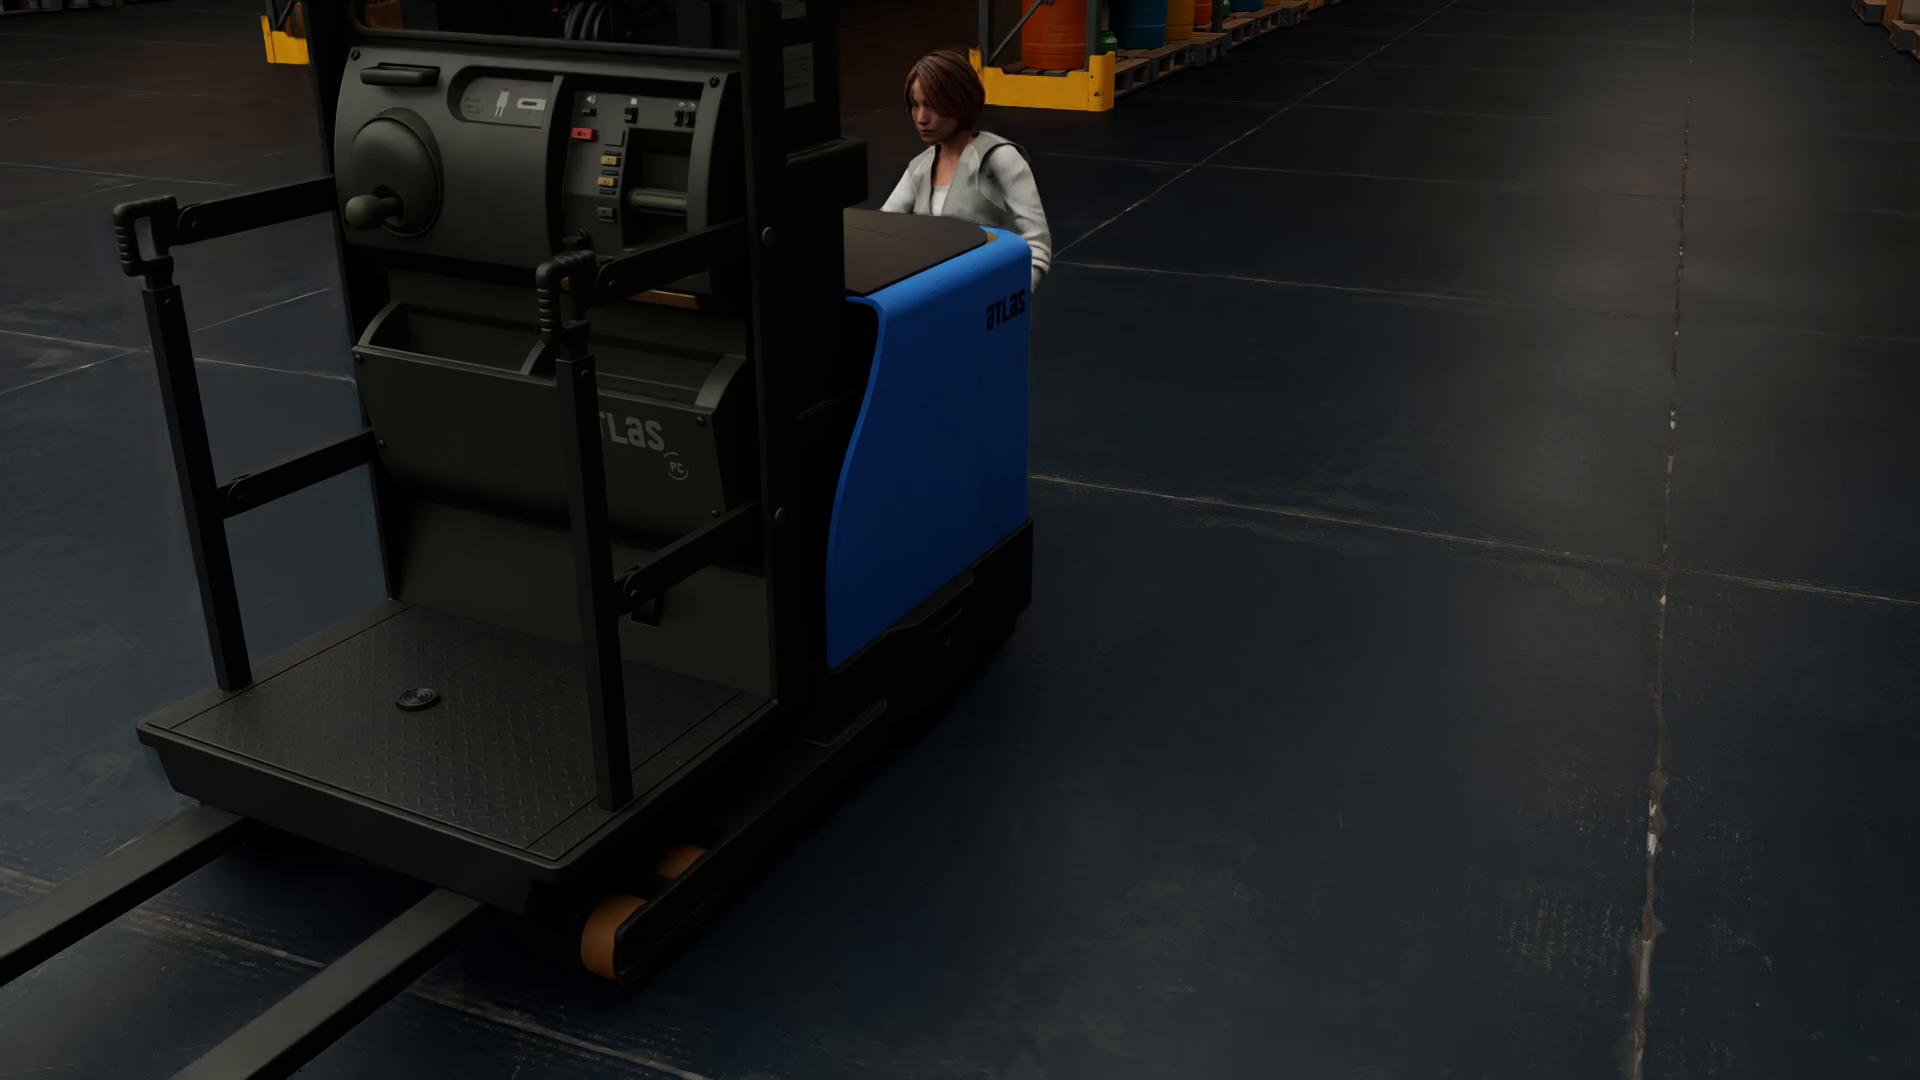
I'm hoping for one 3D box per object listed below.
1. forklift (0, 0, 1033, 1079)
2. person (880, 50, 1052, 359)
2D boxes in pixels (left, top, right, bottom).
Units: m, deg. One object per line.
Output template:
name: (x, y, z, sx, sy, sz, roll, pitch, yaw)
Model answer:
forklift: (-0.938, -0.721, 3.017, 1.130, 2.935, 3.031, 11, 25, 25)
person: (-0.140, -0.606, 4.431, 0.664, 1.324, 0.592, 19, 30, 39)
